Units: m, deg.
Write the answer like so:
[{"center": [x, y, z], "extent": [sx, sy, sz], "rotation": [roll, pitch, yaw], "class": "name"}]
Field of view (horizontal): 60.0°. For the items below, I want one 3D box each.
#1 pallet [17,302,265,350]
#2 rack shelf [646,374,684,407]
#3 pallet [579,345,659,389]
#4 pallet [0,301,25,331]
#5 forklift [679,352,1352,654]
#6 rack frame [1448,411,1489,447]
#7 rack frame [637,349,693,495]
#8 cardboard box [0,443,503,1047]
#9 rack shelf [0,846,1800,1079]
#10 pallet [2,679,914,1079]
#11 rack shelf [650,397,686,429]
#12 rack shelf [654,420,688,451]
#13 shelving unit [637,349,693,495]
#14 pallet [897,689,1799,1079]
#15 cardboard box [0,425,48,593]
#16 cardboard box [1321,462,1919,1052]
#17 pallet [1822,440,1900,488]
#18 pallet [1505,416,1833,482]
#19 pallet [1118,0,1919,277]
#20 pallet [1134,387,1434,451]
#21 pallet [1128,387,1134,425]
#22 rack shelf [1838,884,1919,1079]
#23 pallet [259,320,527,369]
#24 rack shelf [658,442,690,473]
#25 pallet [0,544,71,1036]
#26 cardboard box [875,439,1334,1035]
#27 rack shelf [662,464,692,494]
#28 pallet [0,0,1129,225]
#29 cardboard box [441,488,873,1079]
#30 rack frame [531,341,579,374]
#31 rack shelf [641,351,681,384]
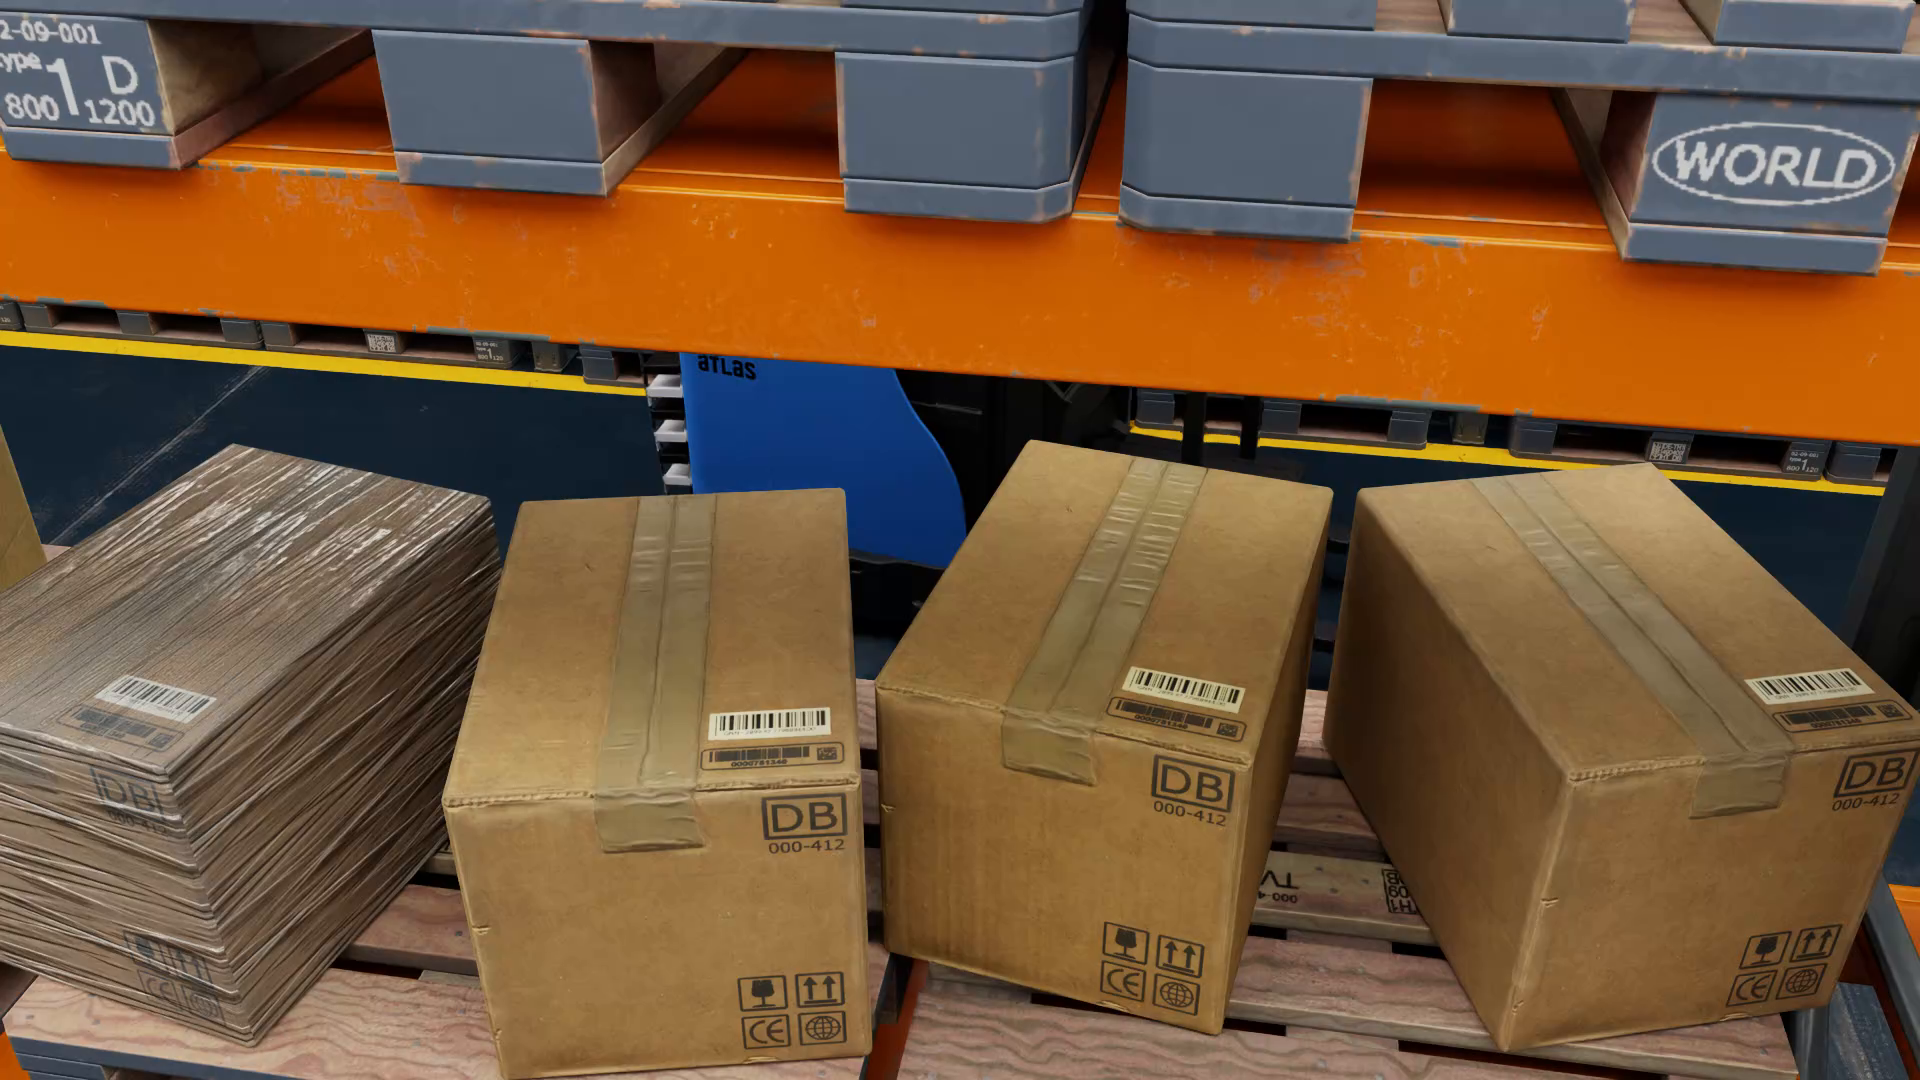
[{"center": [-3.729, -1.278, 8.093], "extent": [1.213, 0.211, 1.003], "rotation": [5, 32, 8], "class": "pallet"}, {"center": [-0.995, -0.570, 6.024], "extent": [0.200, 0.077, 0.258], "rotation": [3, 32, 13], "class": "rack shelf"}, {"center": [-0.995, -0.988, 7.629], "extent": [1.213, 0.211, 1.003], "rotation": [5, 32, 8], "class": "pallet"}, {"center": [-4.935, -1.386, 8.265], "extent": [1.213, 0.211, 1.003], "rotation": [5, 32, 8], "class": "pallet"}, {"center": [0.622, -1.040, 5.149], "extent": [3.031, 2.935, 1.130], "rotation": [11, 34, 17], "class": "forklift"}, {"center": [2.183, -1.922, 6.494], "extent": [0.127, 3.000, 1.000], "rotation": [5, 32, 8], "class": "rack frame"}, {"center": [-1.083, -0.449, 6.121], "extent": [0.006, 0.900, 0.240], "rotation": [3, 32, 13], "class": "rack frame"}, {"center": [-1.080, 0.270, 2.501], "extent": [0.500, 0.500, 0.700], "rotation": [11, 34, 17], "class": "cardboard box"}, {"center": [-0.618, 0.795, 2.831], "extent": [4.000, 0.370, 1.077], "rotation": [5, 32, 8], "class": "rack shelf"}, {"center": [-0.672, 0.564, 2.702], "extent": [1.213, 0.211, 1.003], "rotation": [5, 32, 8], "class": "pallet"}, {"center": [-0.988, -0.493, 6.070], "extent": [0.200, 0.077, 0.258], "rotation": [3, 32, 13], "class": "rack shelf"}, {"center": [-0.981, -0.416, 6.116], "extent": [0.200, 0.077, 0.258], "rotation": [3, 32, 13], "class": "rack shelf"}, {"center": [-0.984, -0.445, 6.099], "extent": [0.210, 0.900, 0.258], "rotation": [3, 32, 13], "class": "shelving unit"}, {"center": [0.584, 0.622, 2.611], "extent": [1.213, 0.211, 1.003], "rotation": [5, 32, 8], "class": "pallet"}, {"center": [-1.950, 0.088, 2.791], "extent": [0.500, 0.500, 0.700], "rotation": [-5, 32, -8], "class": "cardboard box"}, {"center": [0.924, 0.289, 2.471], "extent": [0.500, 0.500, 0.700], "rotation": [-5, 32, -8], "class": "cardboard box"}, {"center": [4.126, -0.524, 6.888], "extent": [1.213, 0.211, 1.003], "rotation": [5, 32, 8], "class": "pallet"}, {"center": [2.920, -0.632, 7.060], "extent": [1.213, 0.211, 1.003], "rotation": [5, 32, 8], "class": "pallet"}, {"center": [0.722, -0.618, 1.760], "extent": [1.003, 0.211, 1.213], "rotation": [5, 32, 8], "class": "pallet"}, {"center": [1.410, -0.770, 7.281], "extent": [1.213, 0.211, 1.003], "rotation": [5, 32, 8], "class": "pallet"}, {"center": [0.204, -0.878, 7.453], "extent": [1.213, 0.211, 1.003], "rotation": [5, 32, 8], "class": "pallet"}, {"center": [3.325, 1.152, 2.260], "extent": [4.000, 0.370, 1.077], "rotation": [5, 32, 8], "class": "rack shelf"}, {"center": [-2.530, -1.168, 7.917], "extent": [1.213, 0.211, 1.003], "rotation": [5, 32, 8], "class": "pallet"}, {"center": [-0.975, -0.339, 6.163], "extent": [0.200, 0.077, 0.258], "rotation": [3, 32, 13], "class": "rack shelf"}, {"center": [-1.910, 0.417, 2.938], "extent": [1.003, 0.211, 1.213], "rotation": [5, 32, 8], "class": "pallet"}, {"center": [0.236, 0.261, 2.516], "extent": [0.500, 0.500, 0.700], "rotation": [10, 33, 16], "class": "cardboard box"}, {"center": [-0.968, -0.263, 6.209], "extent": [0.200, 0.077, 0.258], "rotation": [3, 32, 13], "class": "rack shelf"}, {"center": [-0.301, -0.709, 1.906], "extent": [1.003, 0.211, 1.213], "rotation": [5, 32, 8], "class": "pallet"}, {"center": [-0.399, 0.323, 2.417], "extent": [0.500, 0.500, 0.700], "rotation": [-3, 32, -4], "class": "cardboard box"}, {"center": [-1.760, -2.280, 7.065], "extent": [0.127, 3.000, 1.000], "rotation": [5, 32, 8], "class": "rack frame"}, {"center": [-1.001, -0.647, 5.977], "extent": [0.200, 0.077, 0.258], "rotation": [3, 32, 13], "class": "rack shelf"}]
